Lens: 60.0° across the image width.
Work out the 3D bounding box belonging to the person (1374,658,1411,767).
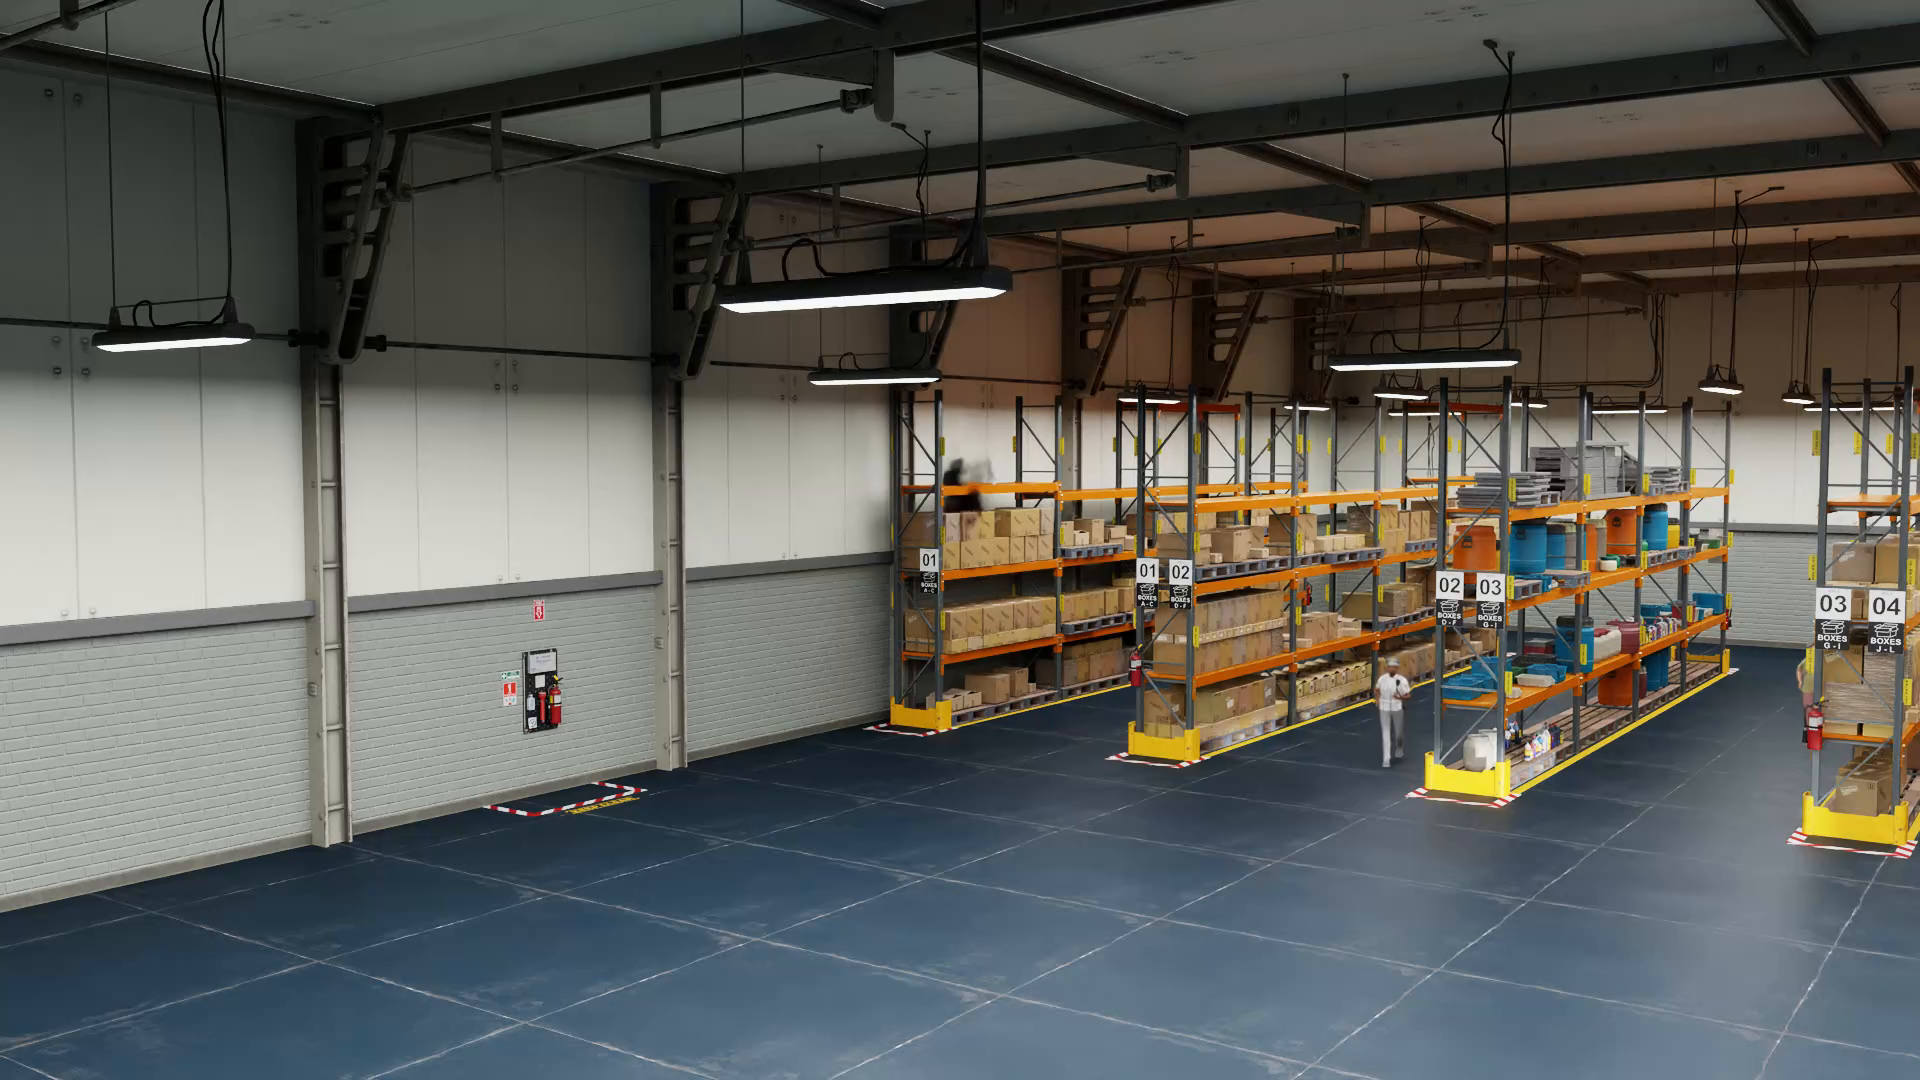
[{"bbox_3d":[6.781,2.675,26.109,0.583,1.675,0.924,1,3,21],"label":"person"}]

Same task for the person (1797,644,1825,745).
[{"bbox_3d":[14.370,2.584,27.983,0.584,1.662,0.839,2,4,36],"label":"person"}]
